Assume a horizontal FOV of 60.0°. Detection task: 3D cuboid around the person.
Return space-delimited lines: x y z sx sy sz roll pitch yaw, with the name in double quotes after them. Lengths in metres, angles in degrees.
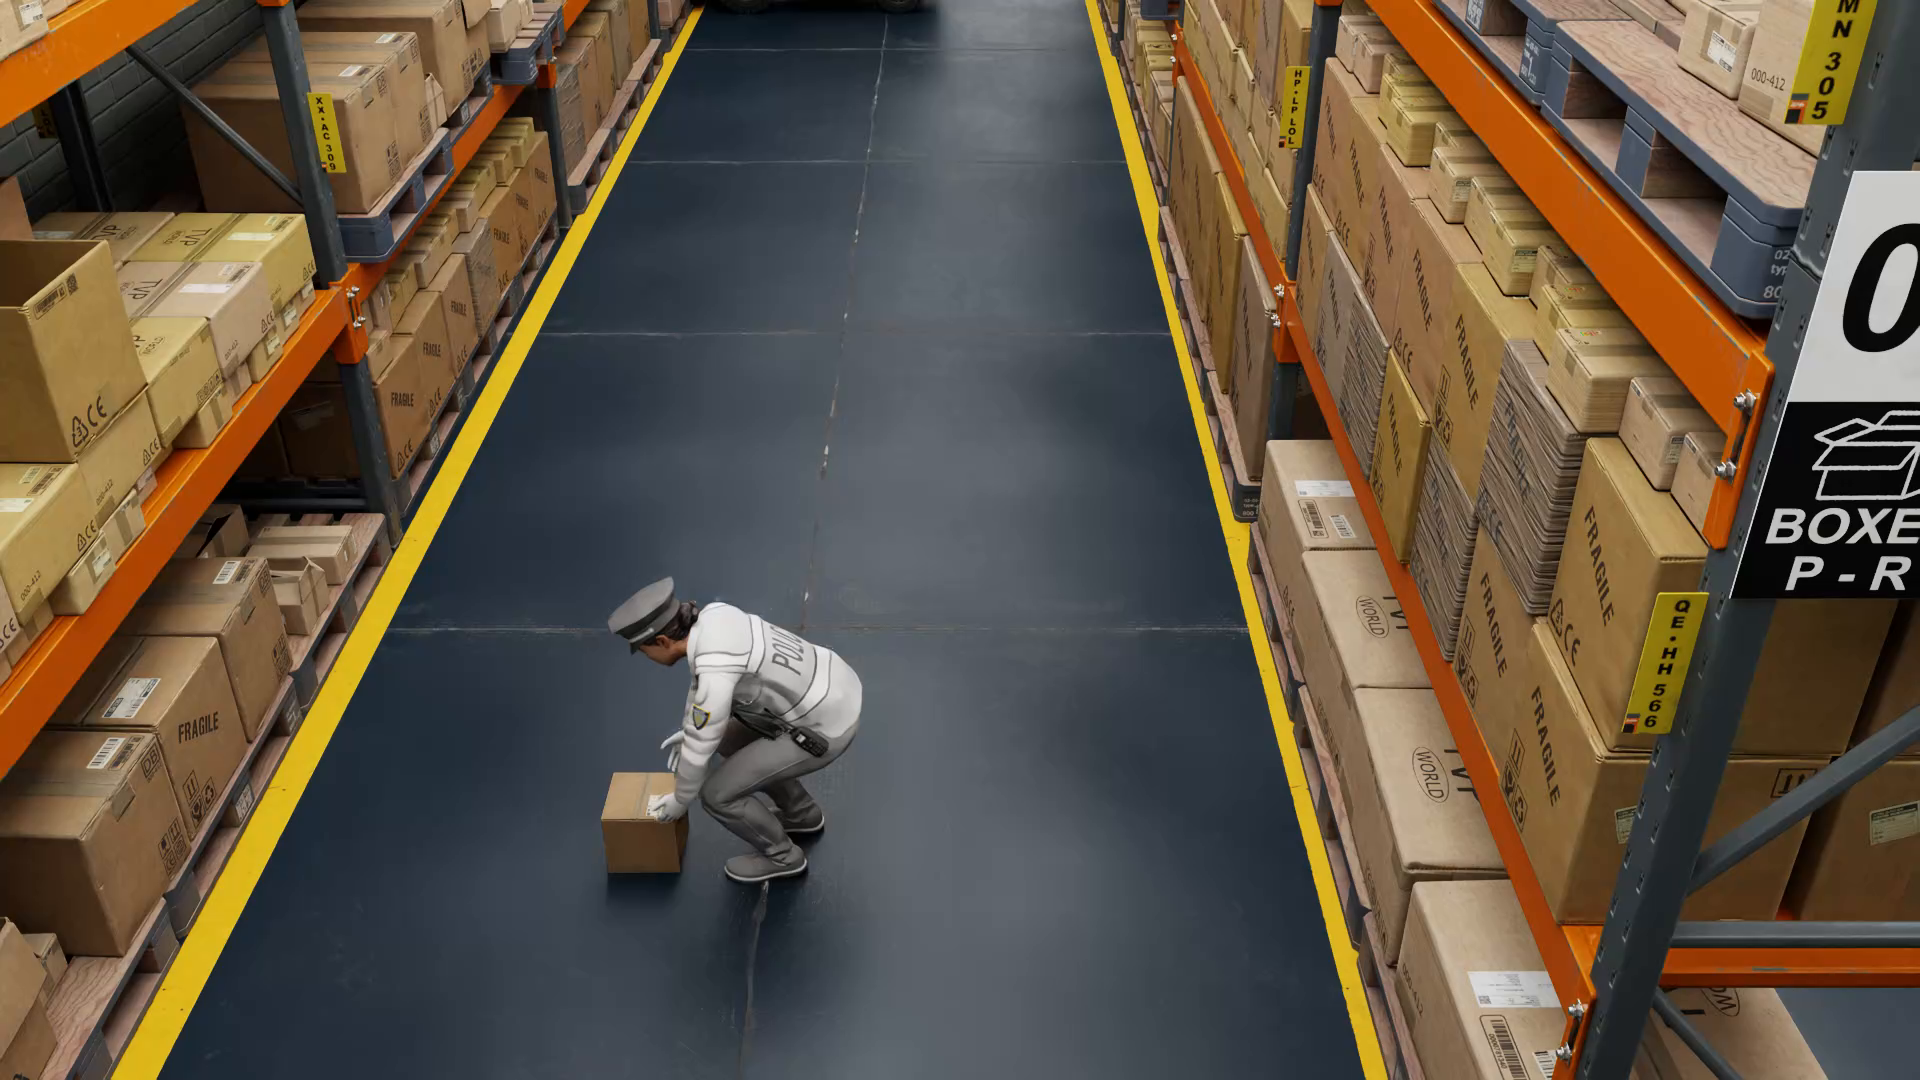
-0.731 0.635 5.598 0.804 1.154 0.518 0 32 0 "person"
